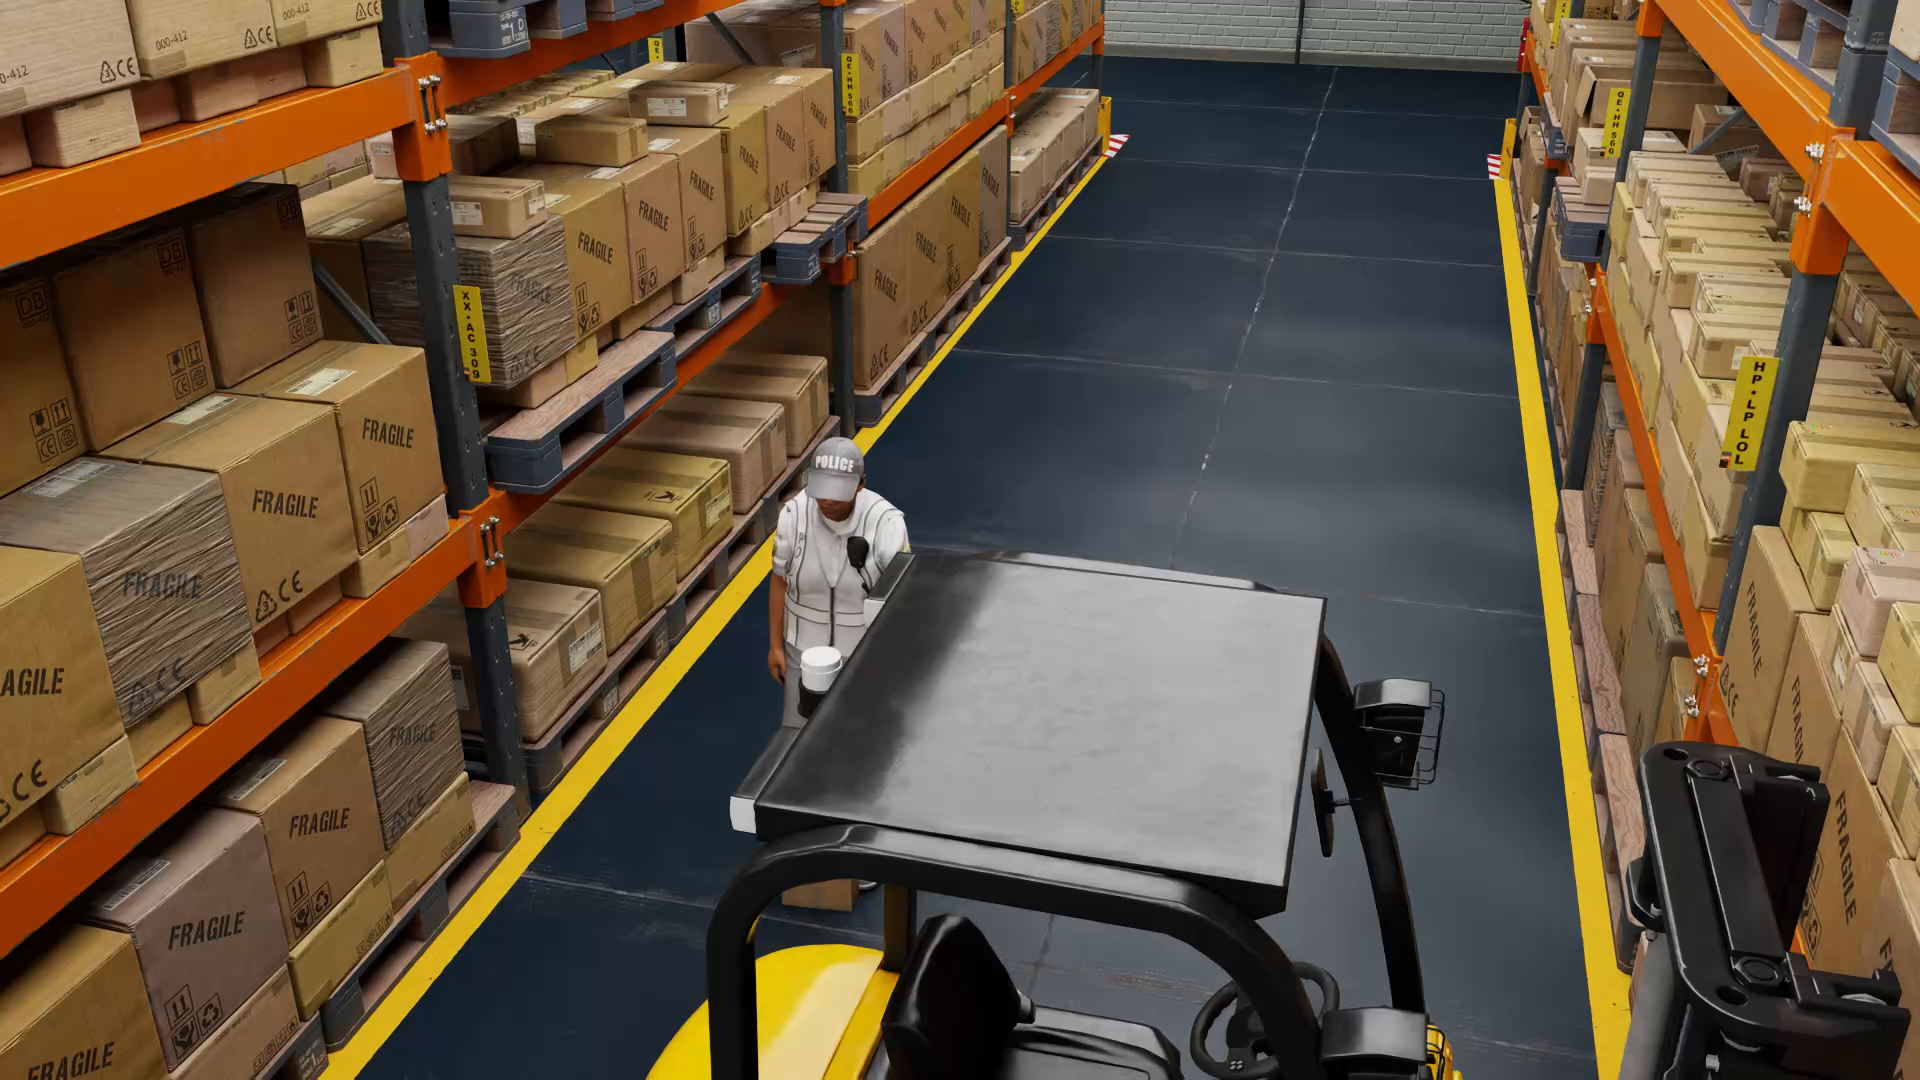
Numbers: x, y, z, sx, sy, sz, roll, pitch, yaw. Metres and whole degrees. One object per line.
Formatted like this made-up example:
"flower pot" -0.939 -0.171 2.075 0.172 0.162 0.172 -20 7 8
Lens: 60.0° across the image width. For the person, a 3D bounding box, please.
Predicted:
"person" -0.425 0.399 5.766 0.561 1.665 0.470 5 26 10
